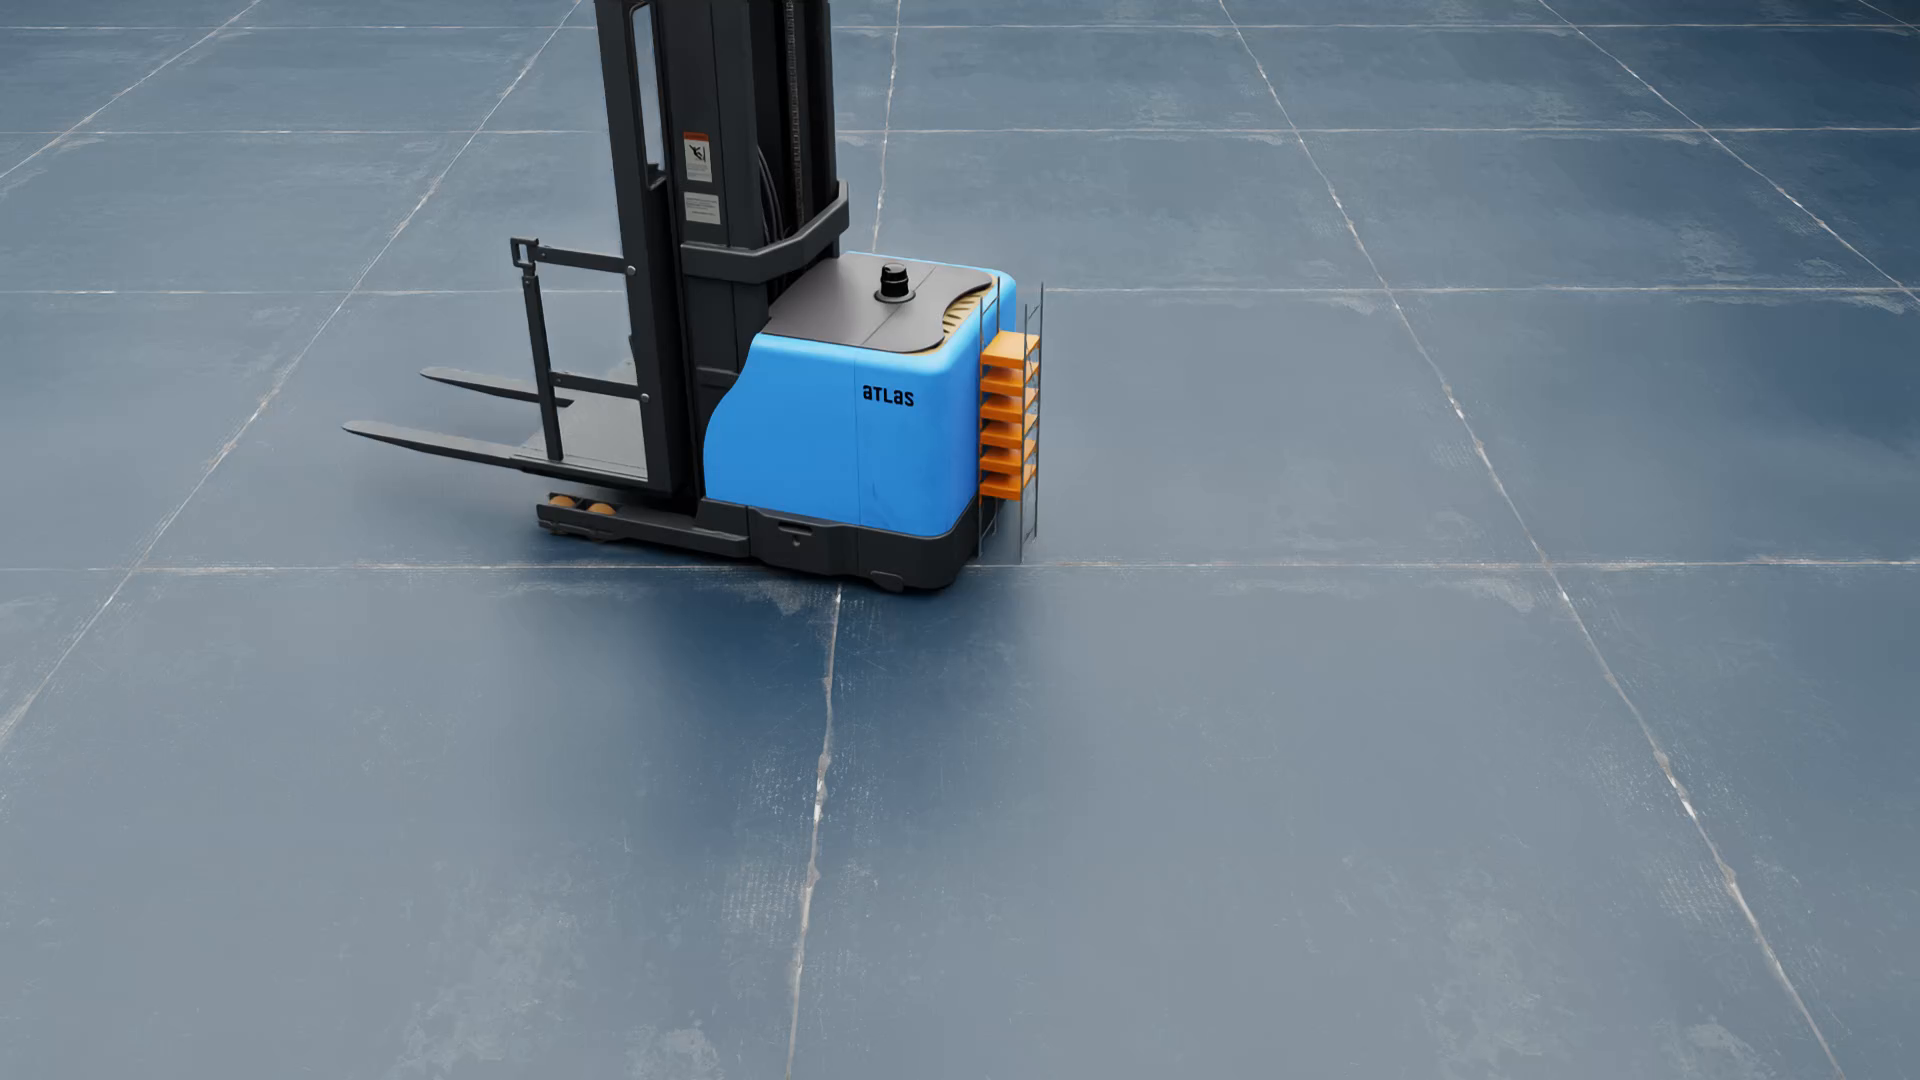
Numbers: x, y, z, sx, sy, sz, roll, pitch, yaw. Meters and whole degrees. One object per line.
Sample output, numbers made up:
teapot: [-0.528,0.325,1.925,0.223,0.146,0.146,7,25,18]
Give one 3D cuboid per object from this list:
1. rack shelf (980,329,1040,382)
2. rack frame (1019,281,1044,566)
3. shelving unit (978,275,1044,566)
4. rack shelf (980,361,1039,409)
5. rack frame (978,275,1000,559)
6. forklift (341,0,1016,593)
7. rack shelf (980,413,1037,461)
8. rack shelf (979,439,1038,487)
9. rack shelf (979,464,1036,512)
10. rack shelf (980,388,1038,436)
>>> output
rack shelf: [0.206,-0.747,6.716,0.180,0.103,0.258,10,33,16]
rack frame: [0.293,-0.462,6.855,0.006,1.200,0.240,10,33,16]
shelving unit: [0.206,-0.477,6.880,0.189,1.200,0.258,10,33,16]
rack shelf: [0.206,-0.645,6.779,0.180,0.103,0.258,10,33,16]
rack frame: [0.120,-0.493,6.906,0.006,1.200,0.240,10,33,16]
forklift: [-1.320,-1.490,6.880,3.031,2.935,1.130,10,33,16]
rack shelf: [0.206,-0.439,6.903,0.180,0.103,0.258,10,33,16]
rack shelf: [0.206,-0.337,6.965,0.180,0.103,0.258,10,33,16]
rack shelf: [0.206,-0.234,7.028,0.180,0.103,0.258,10,33,16]
rack shelf: [0.206,-0.542,6.841,0.180,0.103,0.258,10,33,16]
